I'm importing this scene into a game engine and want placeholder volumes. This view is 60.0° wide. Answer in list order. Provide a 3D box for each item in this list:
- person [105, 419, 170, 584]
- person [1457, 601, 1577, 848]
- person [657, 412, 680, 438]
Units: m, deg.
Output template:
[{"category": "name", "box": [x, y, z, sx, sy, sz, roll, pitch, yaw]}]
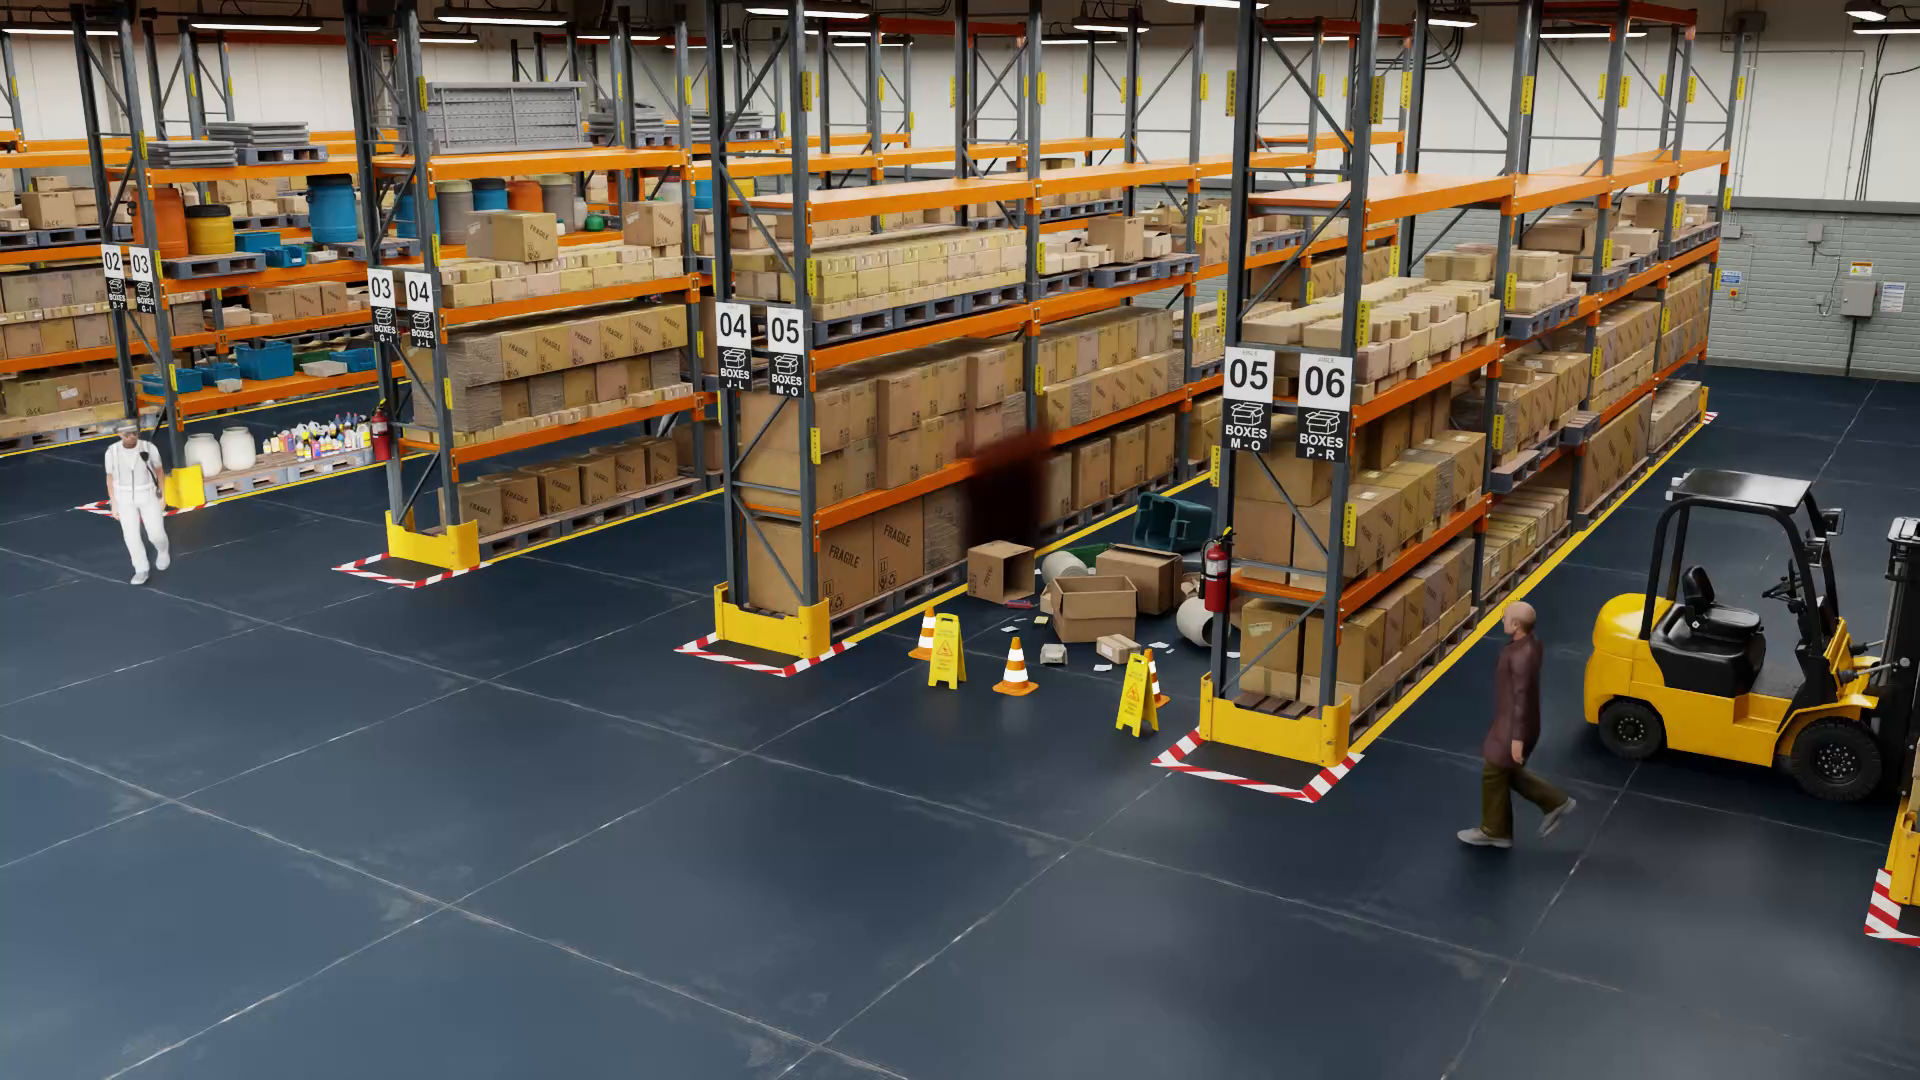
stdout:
[{"category": "person", "box": [-8.643, -0.450, 17.501, 0.534, 1.740, 0.663, -4, 16, -13]}, {"category": "person", "box": [3.871, 1.254, 11.301, 0.721, 1.725, 0.560, 5, 16, 18]}, {"category": "person", "box": [-4.125, -2.110, 23.660, 0.517, 1.674, 0.434, 11, 19, 34]}]
